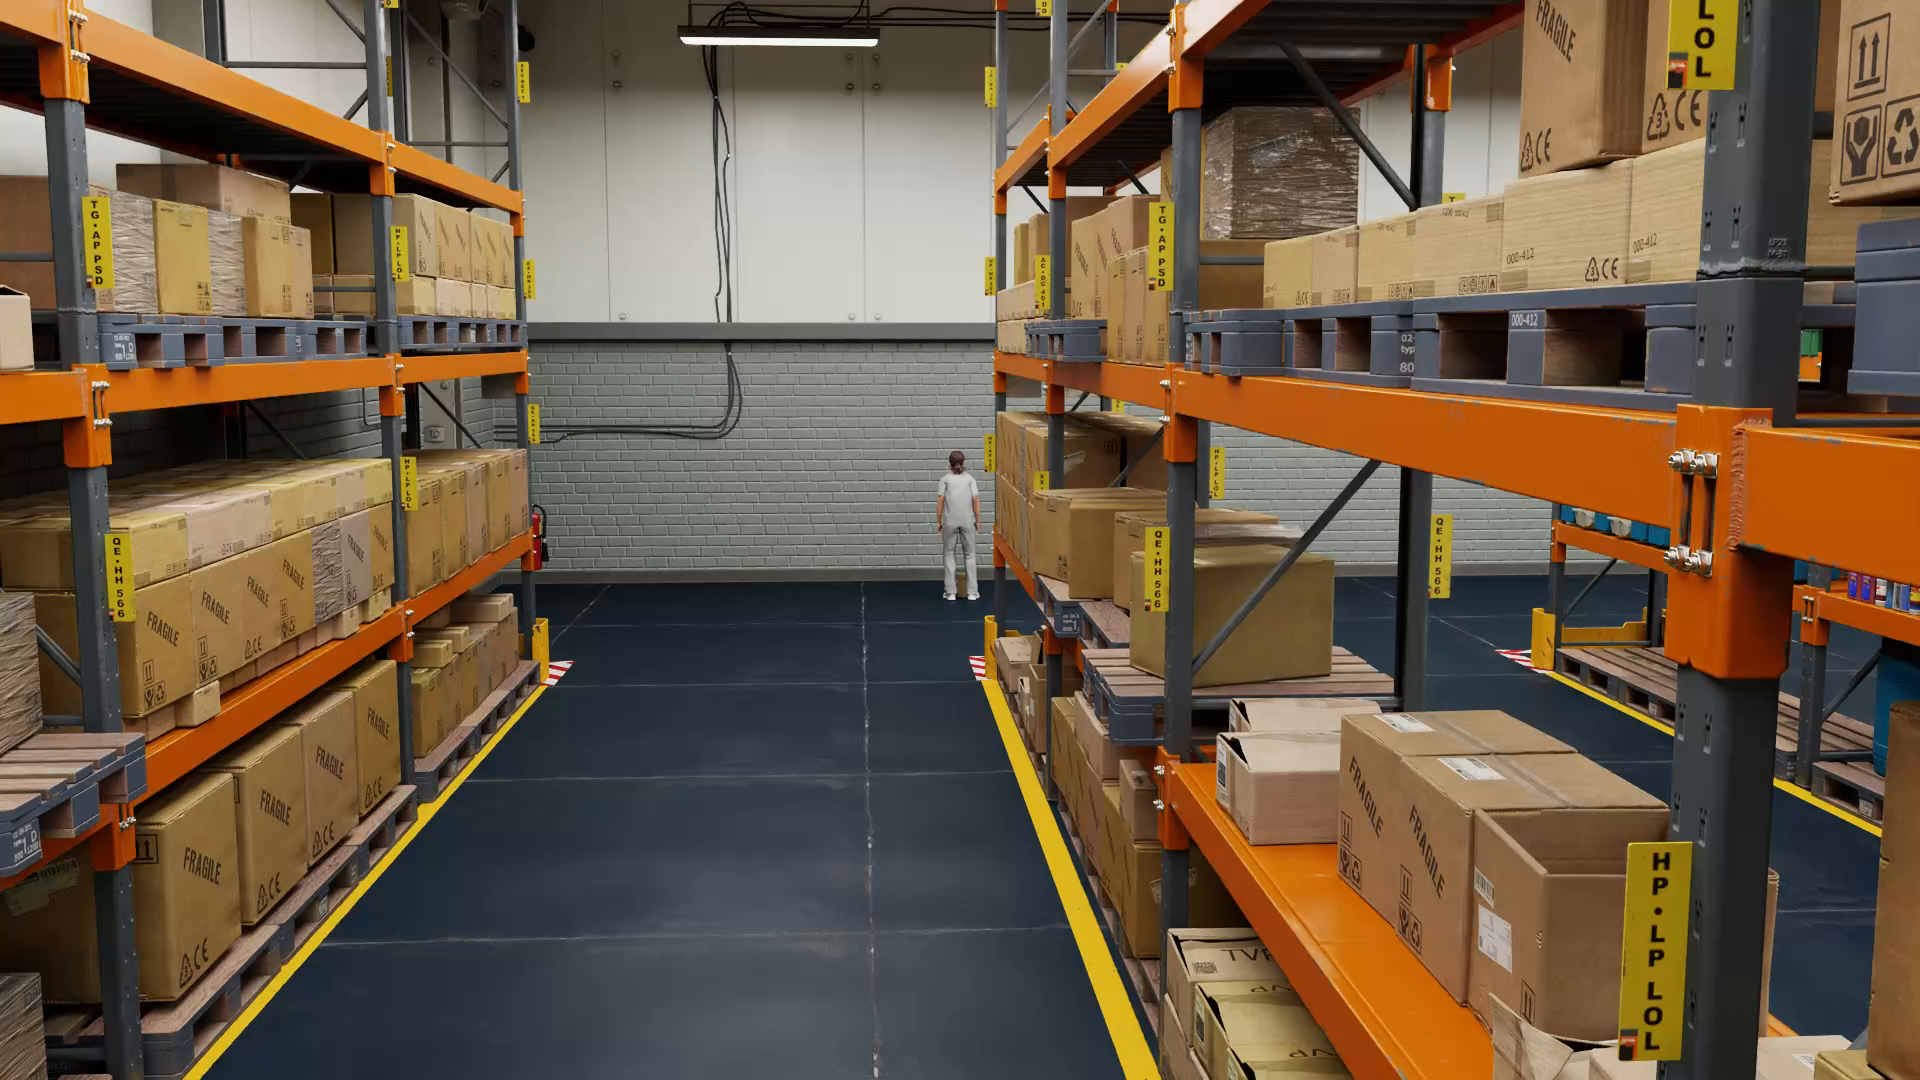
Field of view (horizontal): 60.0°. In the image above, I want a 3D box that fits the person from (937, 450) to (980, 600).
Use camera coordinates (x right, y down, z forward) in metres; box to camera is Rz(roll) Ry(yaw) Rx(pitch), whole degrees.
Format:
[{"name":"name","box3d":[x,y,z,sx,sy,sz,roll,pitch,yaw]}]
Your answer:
[{"name":"person","box3d":[-0.017,-0.166,18.619,0.487,1.673,0.356,0,7,-3]}]
